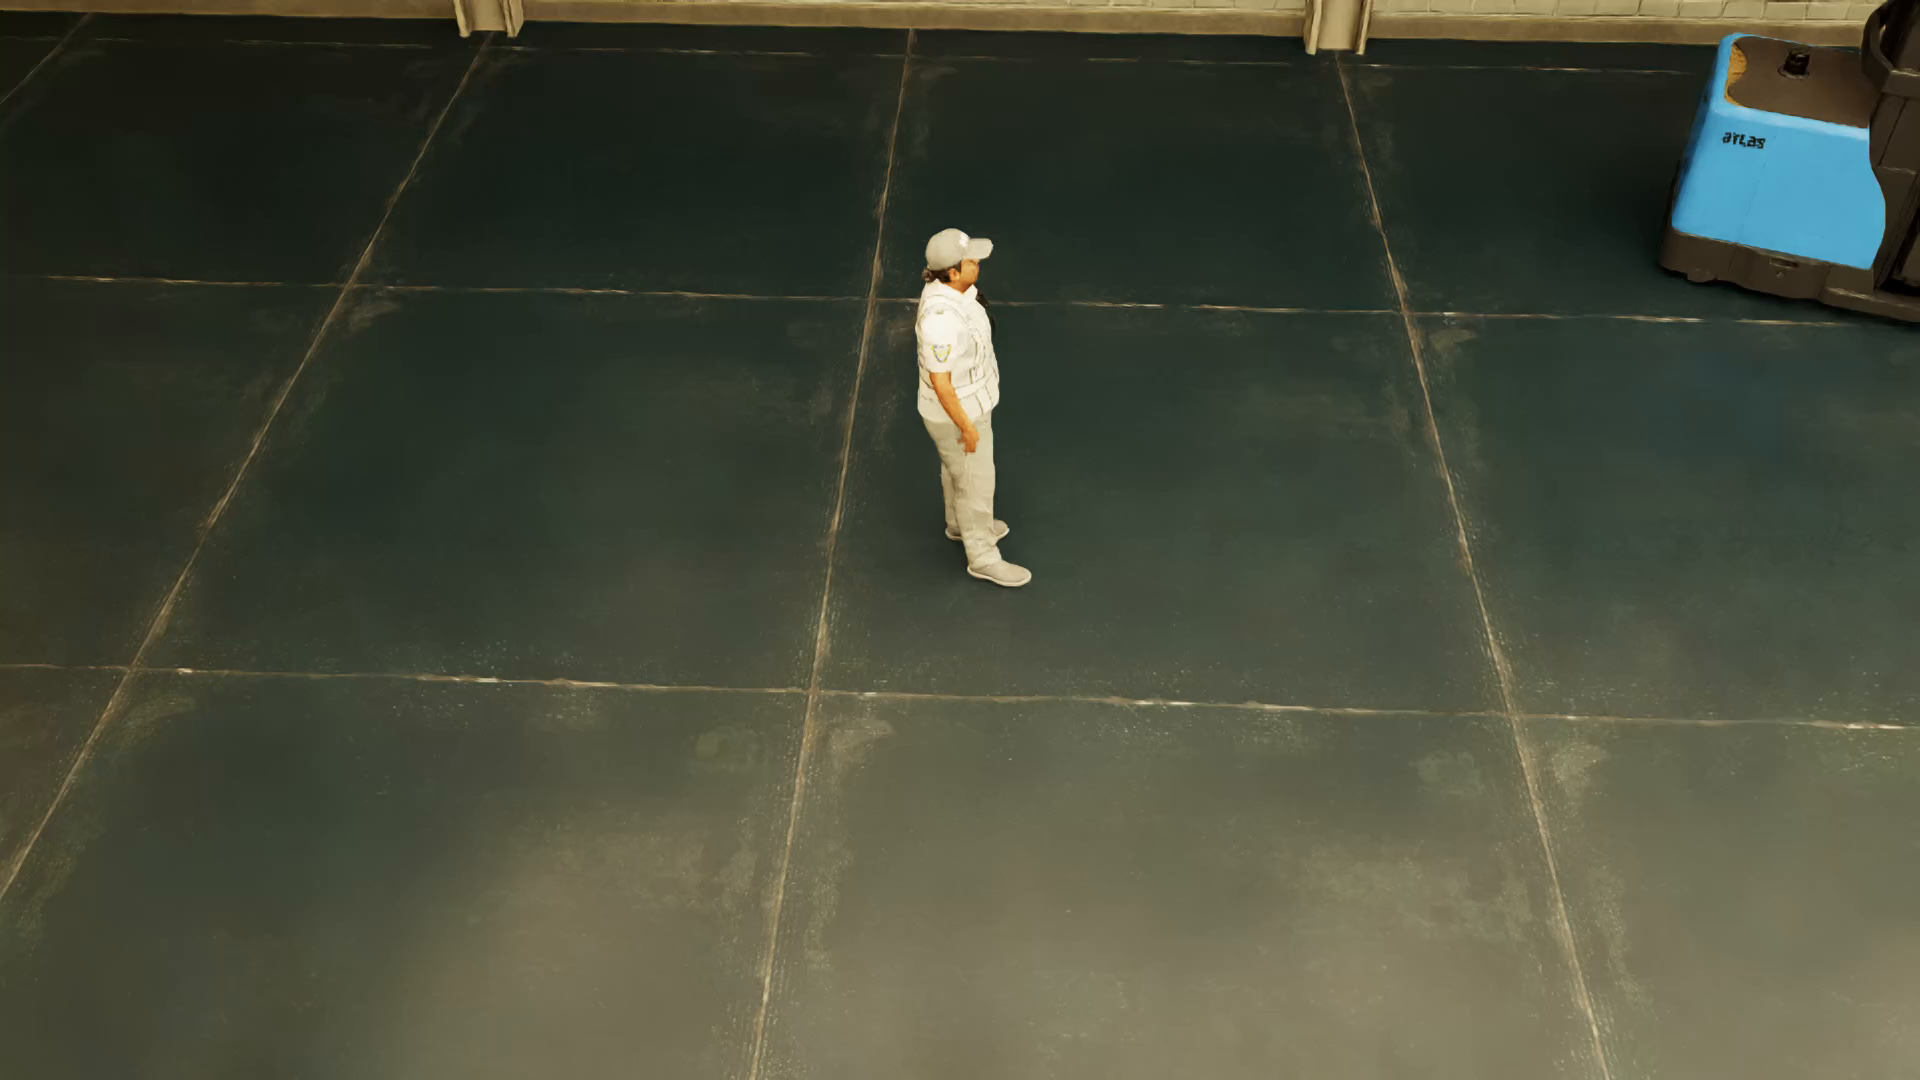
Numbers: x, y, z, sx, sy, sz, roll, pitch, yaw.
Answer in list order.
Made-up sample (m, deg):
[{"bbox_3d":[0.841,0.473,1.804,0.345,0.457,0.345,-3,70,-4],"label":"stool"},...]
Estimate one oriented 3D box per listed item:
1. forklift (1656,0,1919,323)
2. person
[{"bbox_3d":[5.578,-2.530,8.513,3.031,2.935,1.130,16,45,16],"label":"forklift"},{"bbox_3d":[0.075,-0.603,7.330,0.529,1.669,0.598,2,42,2],"label":"person"}]
